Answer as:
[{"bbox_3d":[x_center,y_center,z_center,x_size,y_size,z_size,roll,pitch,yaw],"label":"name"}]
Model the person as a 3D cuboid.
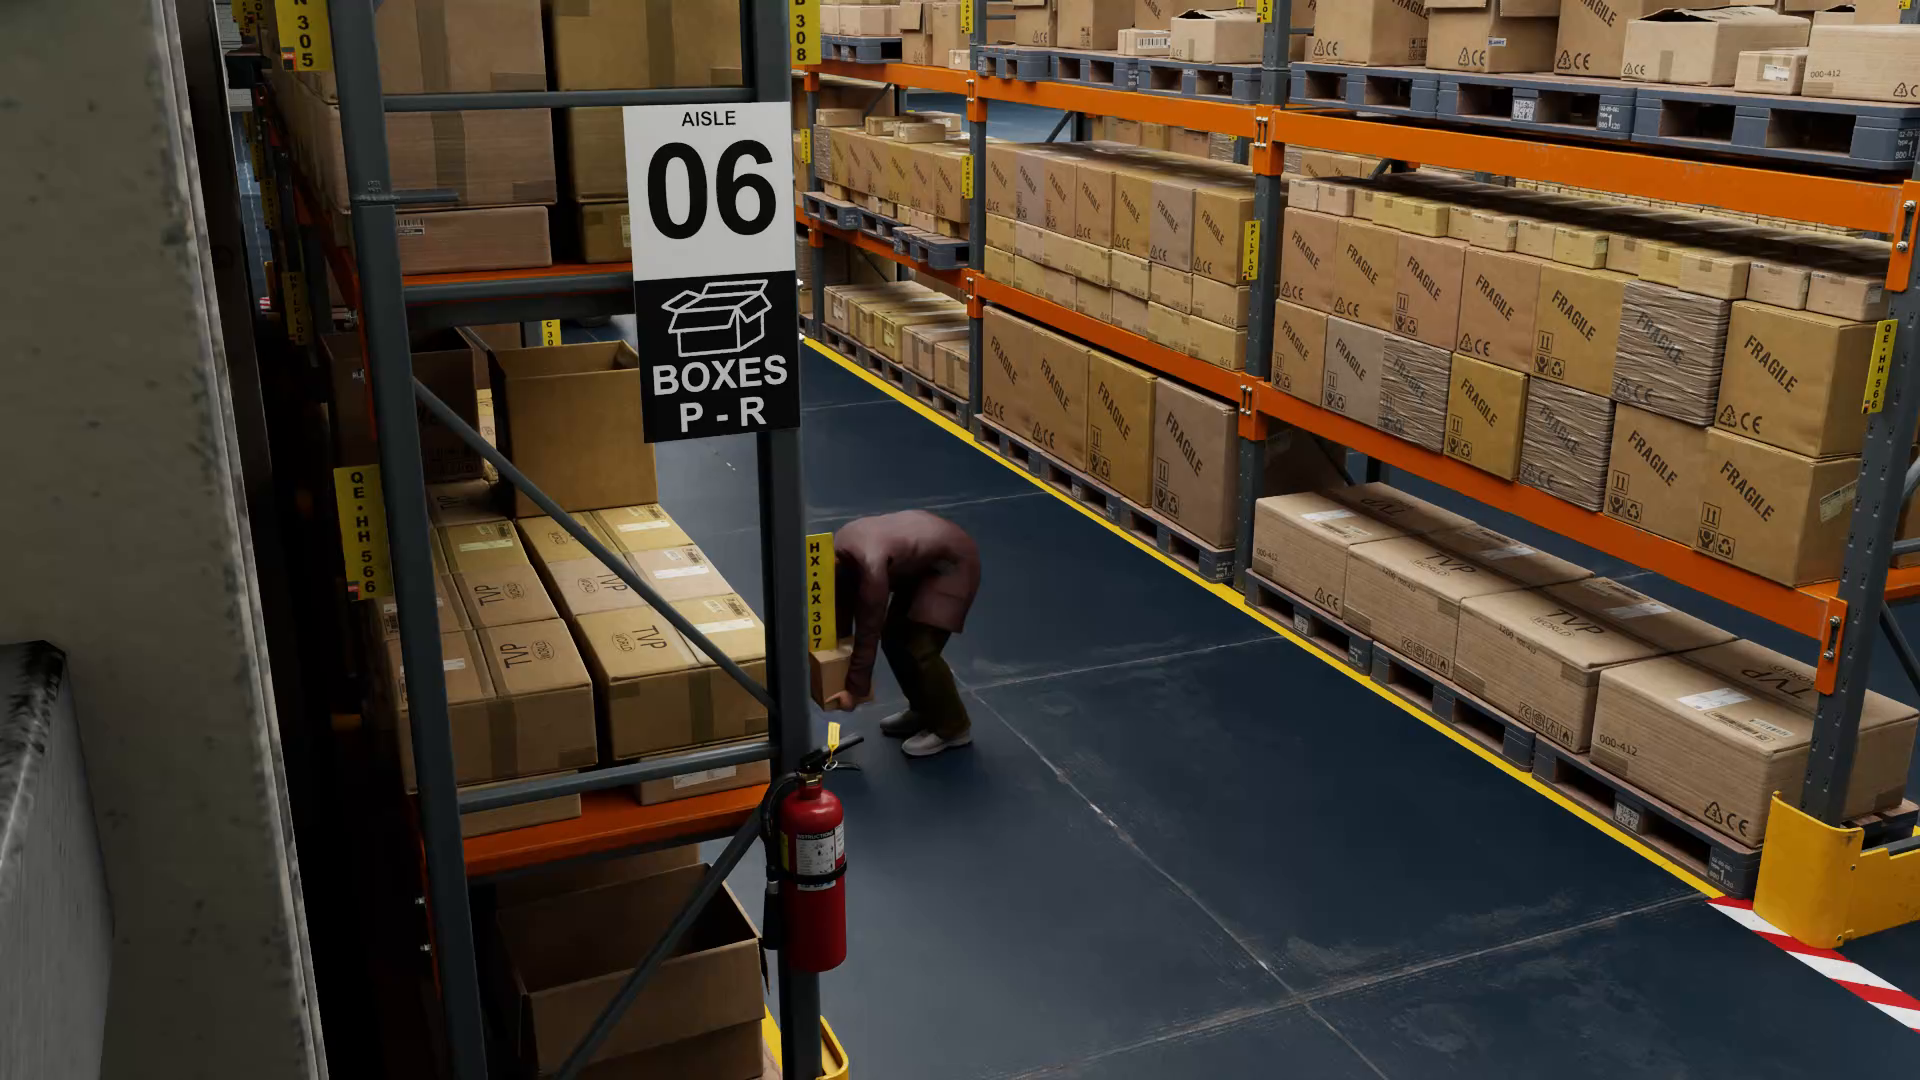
[{"bbox_3d":[-0.357,0.445,7.764,0.948,1.140,0.568,-9,20,-24],"label":"person"}]
